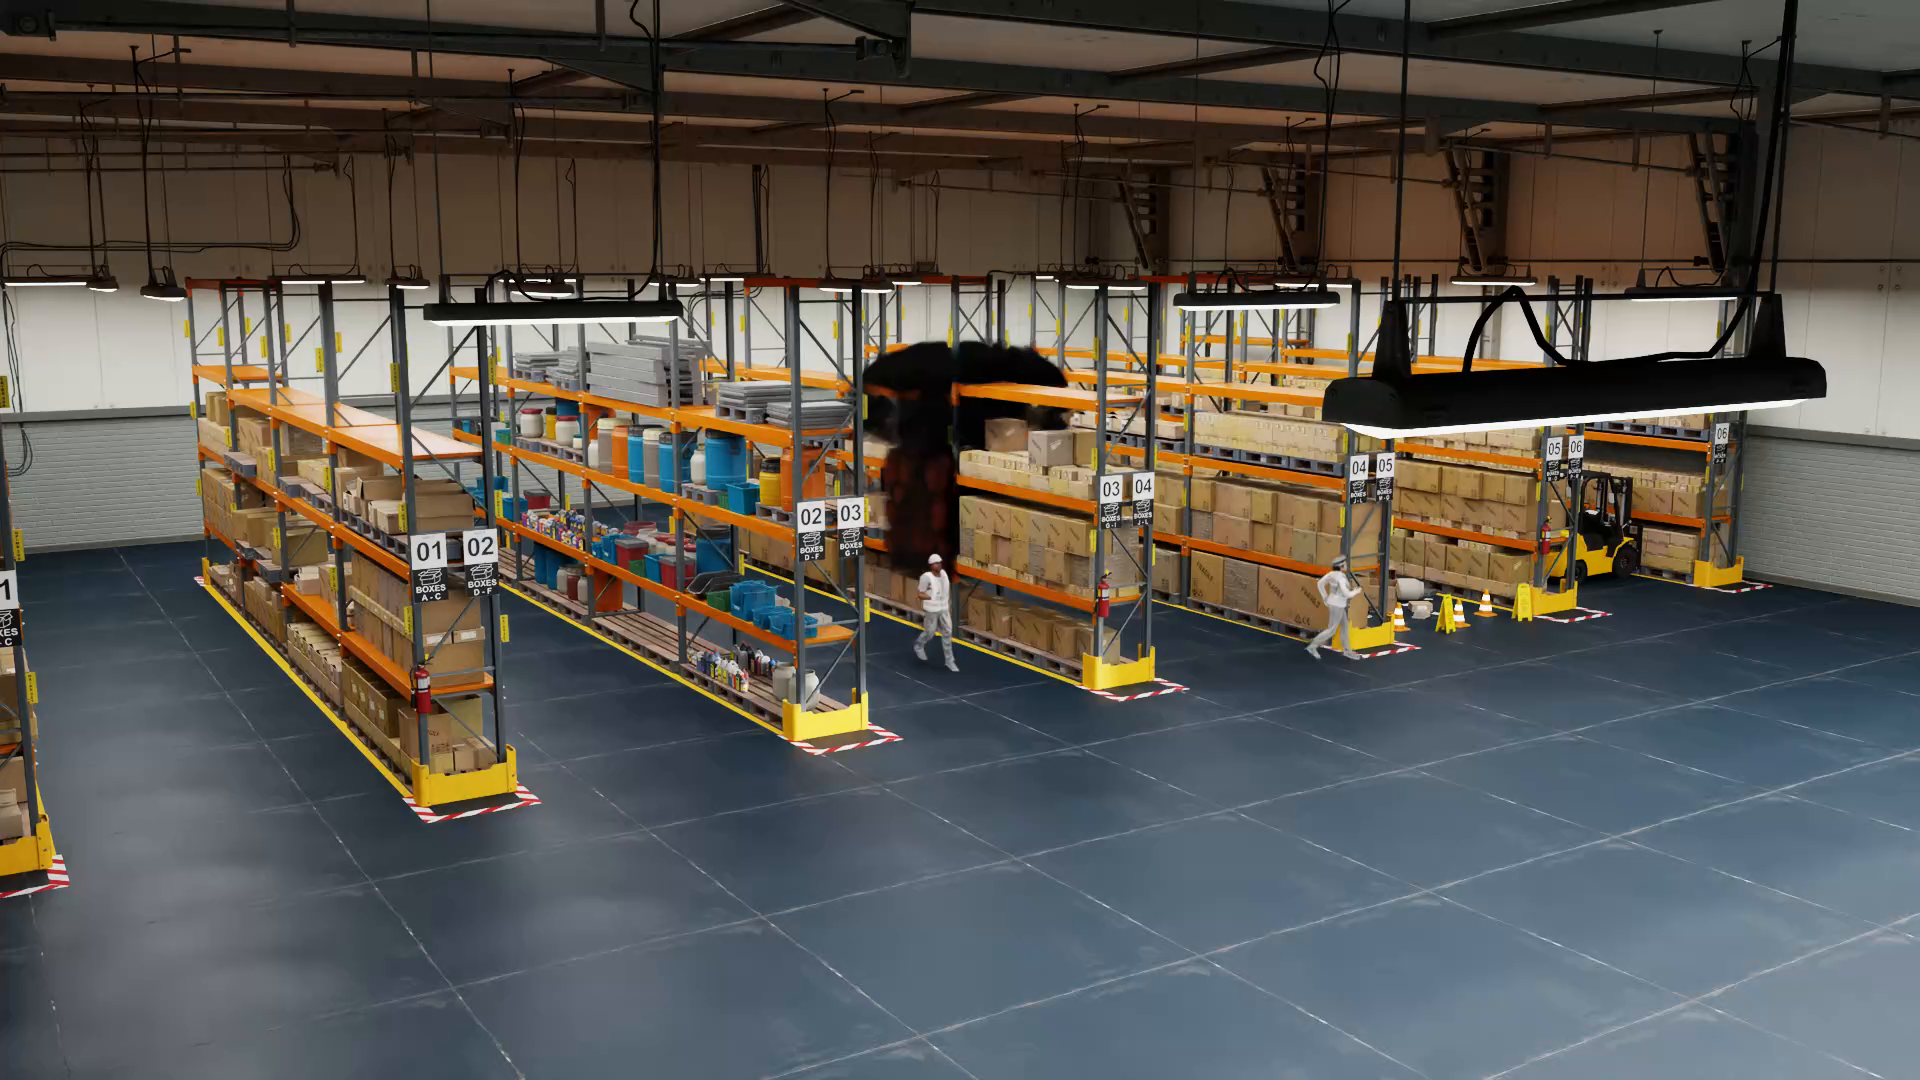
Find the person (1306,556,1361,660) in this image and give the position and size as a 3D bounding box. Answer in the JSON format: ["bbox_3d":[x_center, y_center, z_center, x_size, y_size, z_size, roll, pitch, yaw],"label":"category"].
[{"bbox_3d":[5.941,1.085,26.340,0.921,1.703,0.601,-1,10,-5],"label":"person"}]

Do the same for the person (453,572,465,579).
[{"bbox_3d":[-8.554,0.756,28.678,0.704,1.720,1.028,-7,12,-35],"label":"person"}]

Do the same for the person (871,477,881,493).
[{"bbox_3d":[-2.129,-1.475,41.961,0.816,1.622,0.537,-6,11,-32],"label":"person"}]

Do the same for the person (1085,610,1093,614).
[{"bbox_3d":[2.332,0.564,30.079,0.563,1.521,0.588,-8,12,-40],"label":"person"}]

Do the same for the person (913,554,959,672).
[{"bbox_3d":[-0.387,1.105,25.973,0.678,1.800,0.979,-7,12,-37],"label":"person"}]
